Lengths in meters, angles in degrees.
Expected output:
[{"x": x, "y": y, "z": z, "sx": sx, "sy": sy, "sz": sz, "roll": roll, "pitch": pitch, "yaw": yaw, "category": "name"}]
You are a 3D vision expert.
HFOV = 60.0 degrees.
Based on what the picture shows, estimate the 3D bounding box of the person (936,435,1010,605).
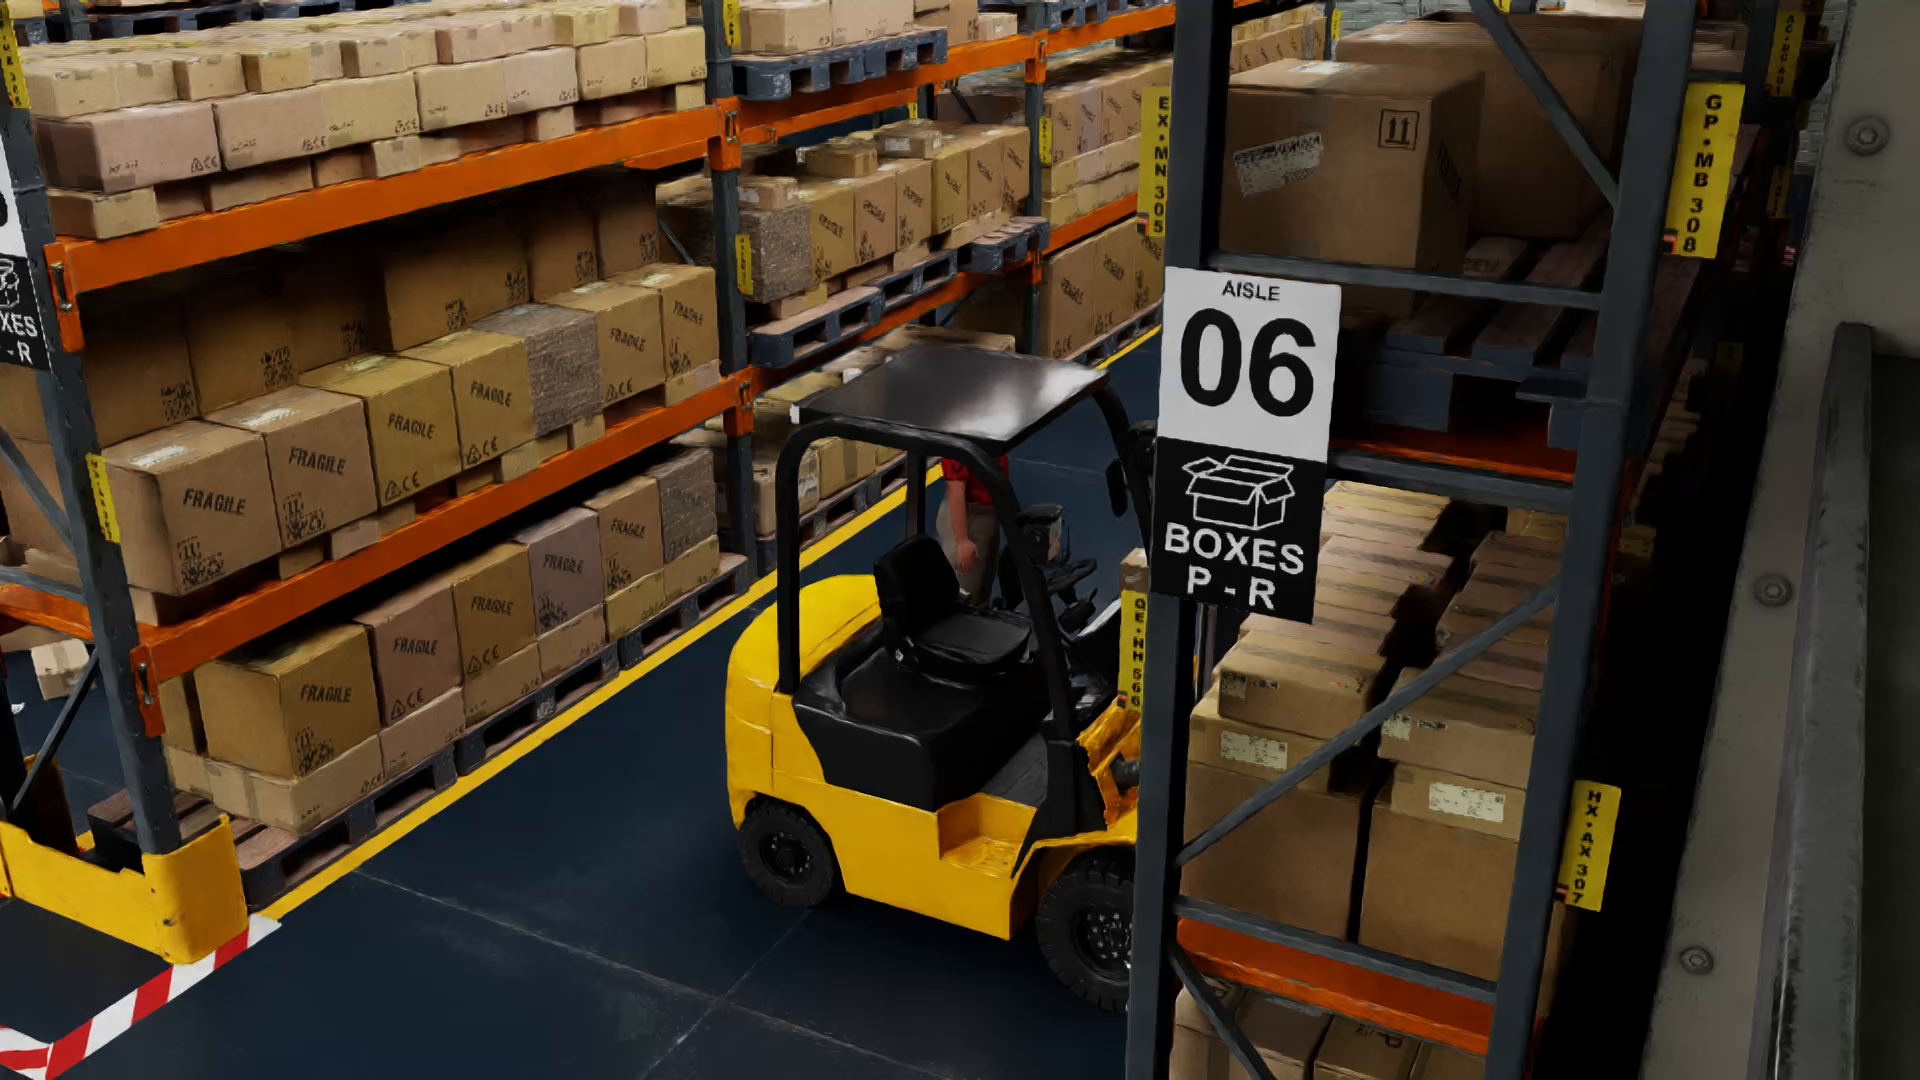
[{"x": 0.080, "y": -0.084, "z": 8.423, "sx": 0.388, "sy": 1.740, "sz": 0.615, "roll": 5, "pitch": 23, "yaw": 13, "category": "person"}]
